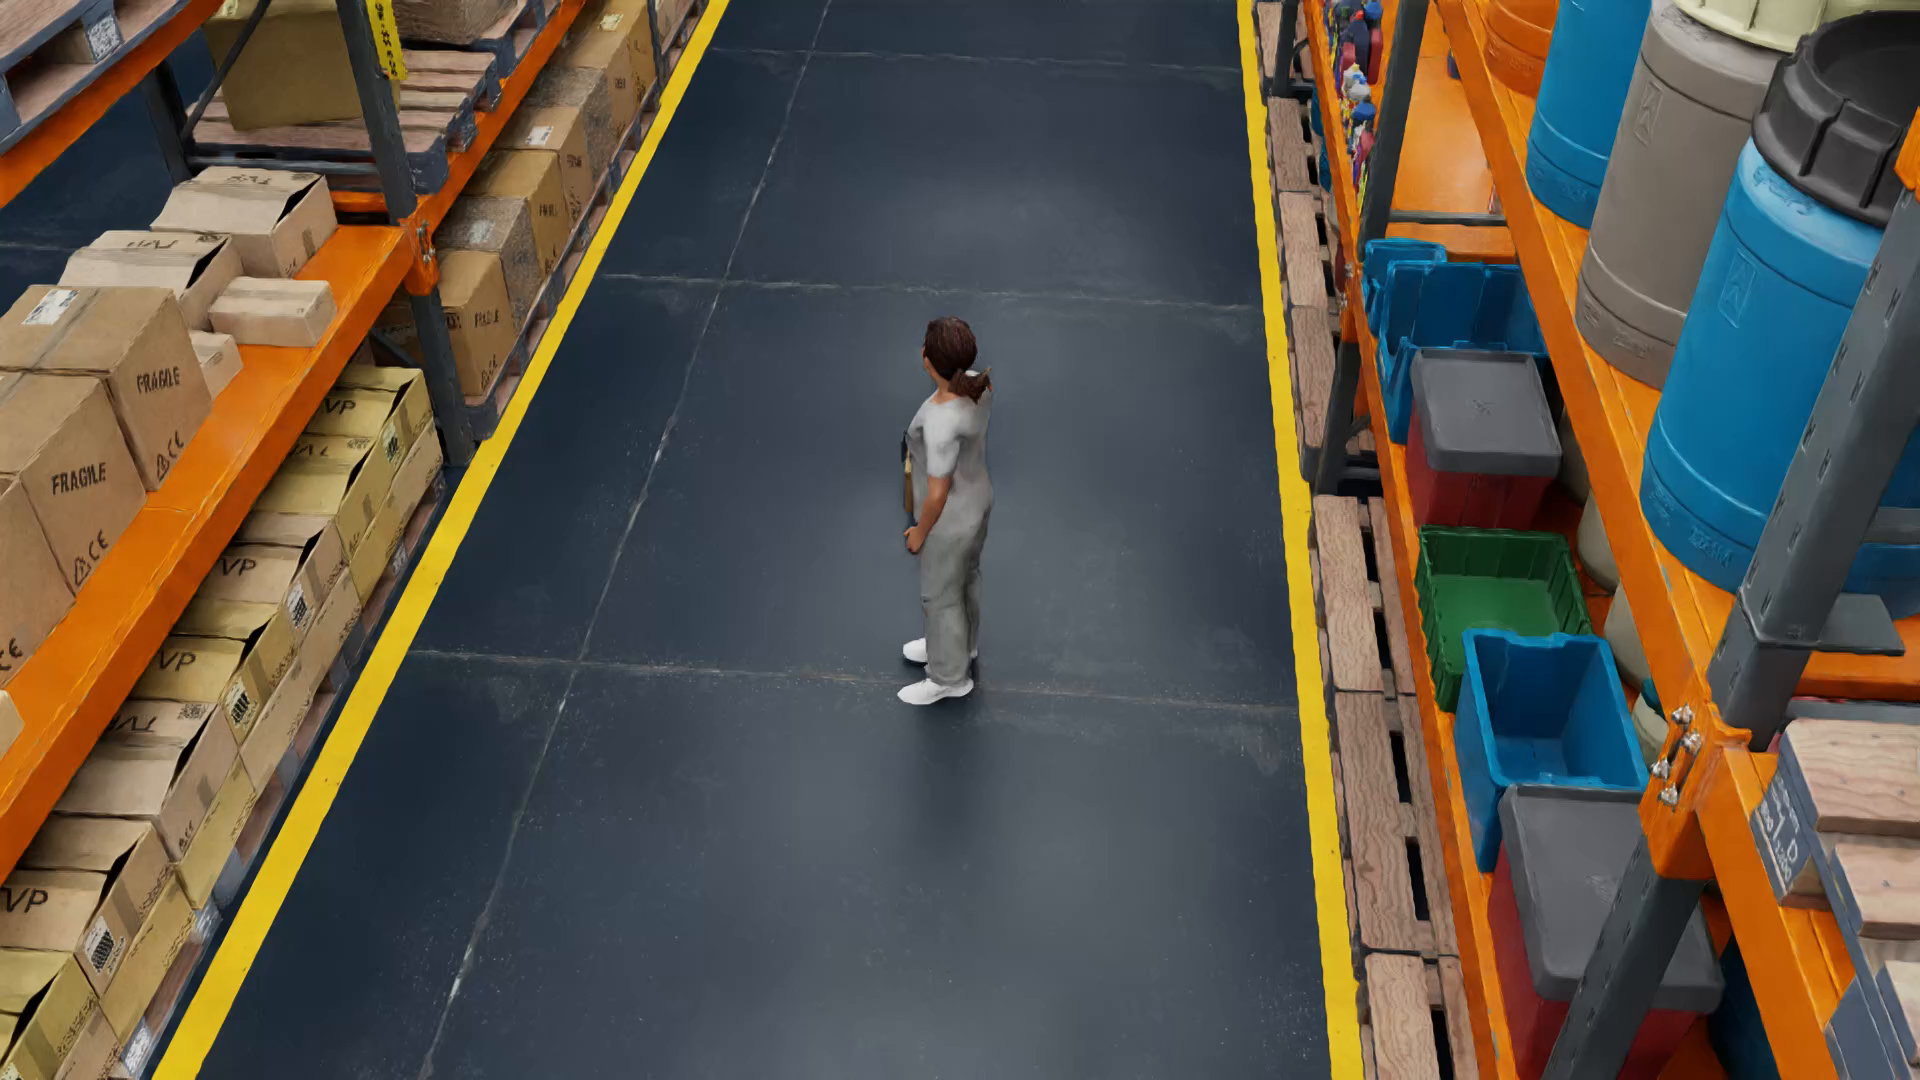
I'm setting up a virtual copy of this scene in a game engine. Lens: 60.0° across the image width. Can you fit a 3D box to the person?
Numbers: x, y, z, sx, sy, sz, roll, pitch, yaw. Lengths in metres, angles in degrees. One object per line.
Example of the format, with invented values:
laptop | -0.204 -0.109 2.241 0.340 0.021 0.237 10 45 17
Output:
person | -0.061 -0.100 6.270 0.394 1.718 0.490 14 42 16
